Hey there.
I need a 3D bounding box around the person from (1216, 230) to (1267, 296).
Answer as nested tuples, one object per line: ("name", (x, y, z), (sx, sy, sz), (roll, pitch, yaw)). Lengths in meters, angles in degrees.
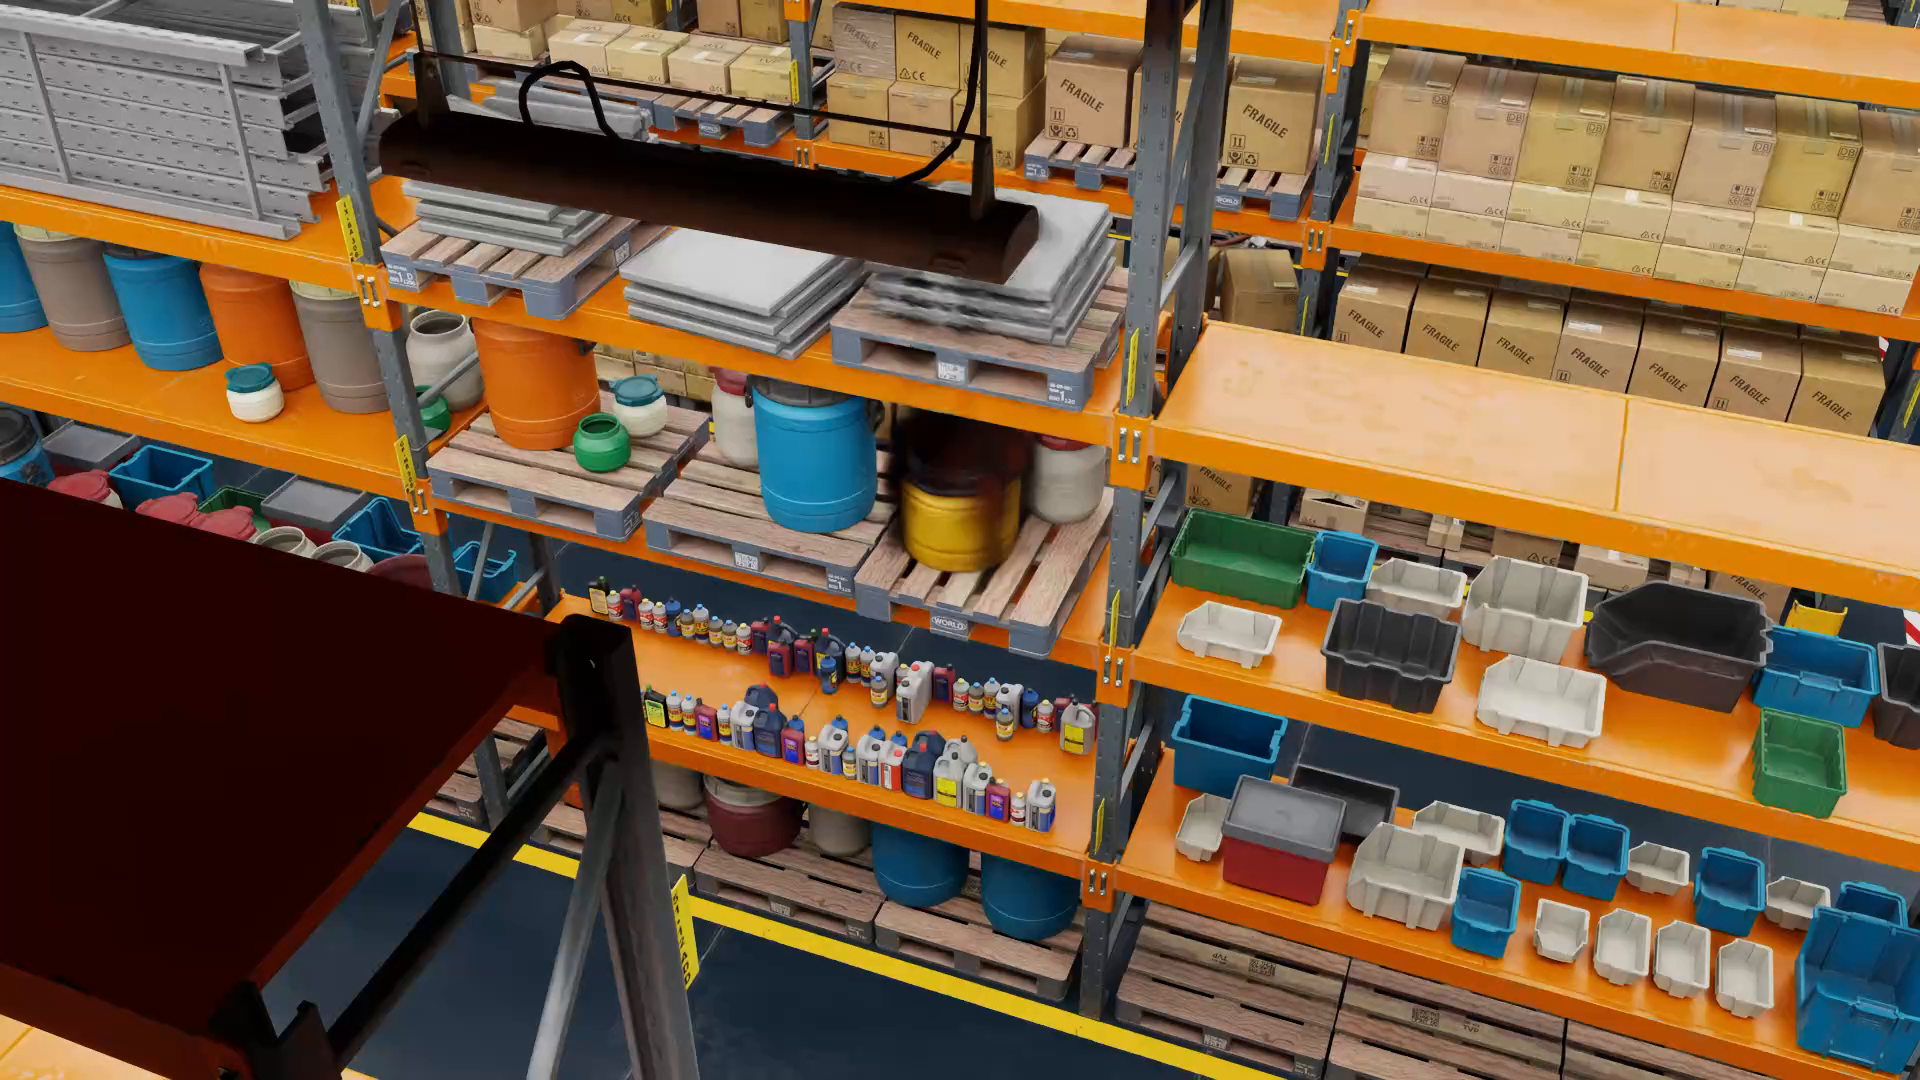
("person", (2.764, -2.745, 15.796), (0.606, 1.621, 0.576), (-13, 38, -17))
